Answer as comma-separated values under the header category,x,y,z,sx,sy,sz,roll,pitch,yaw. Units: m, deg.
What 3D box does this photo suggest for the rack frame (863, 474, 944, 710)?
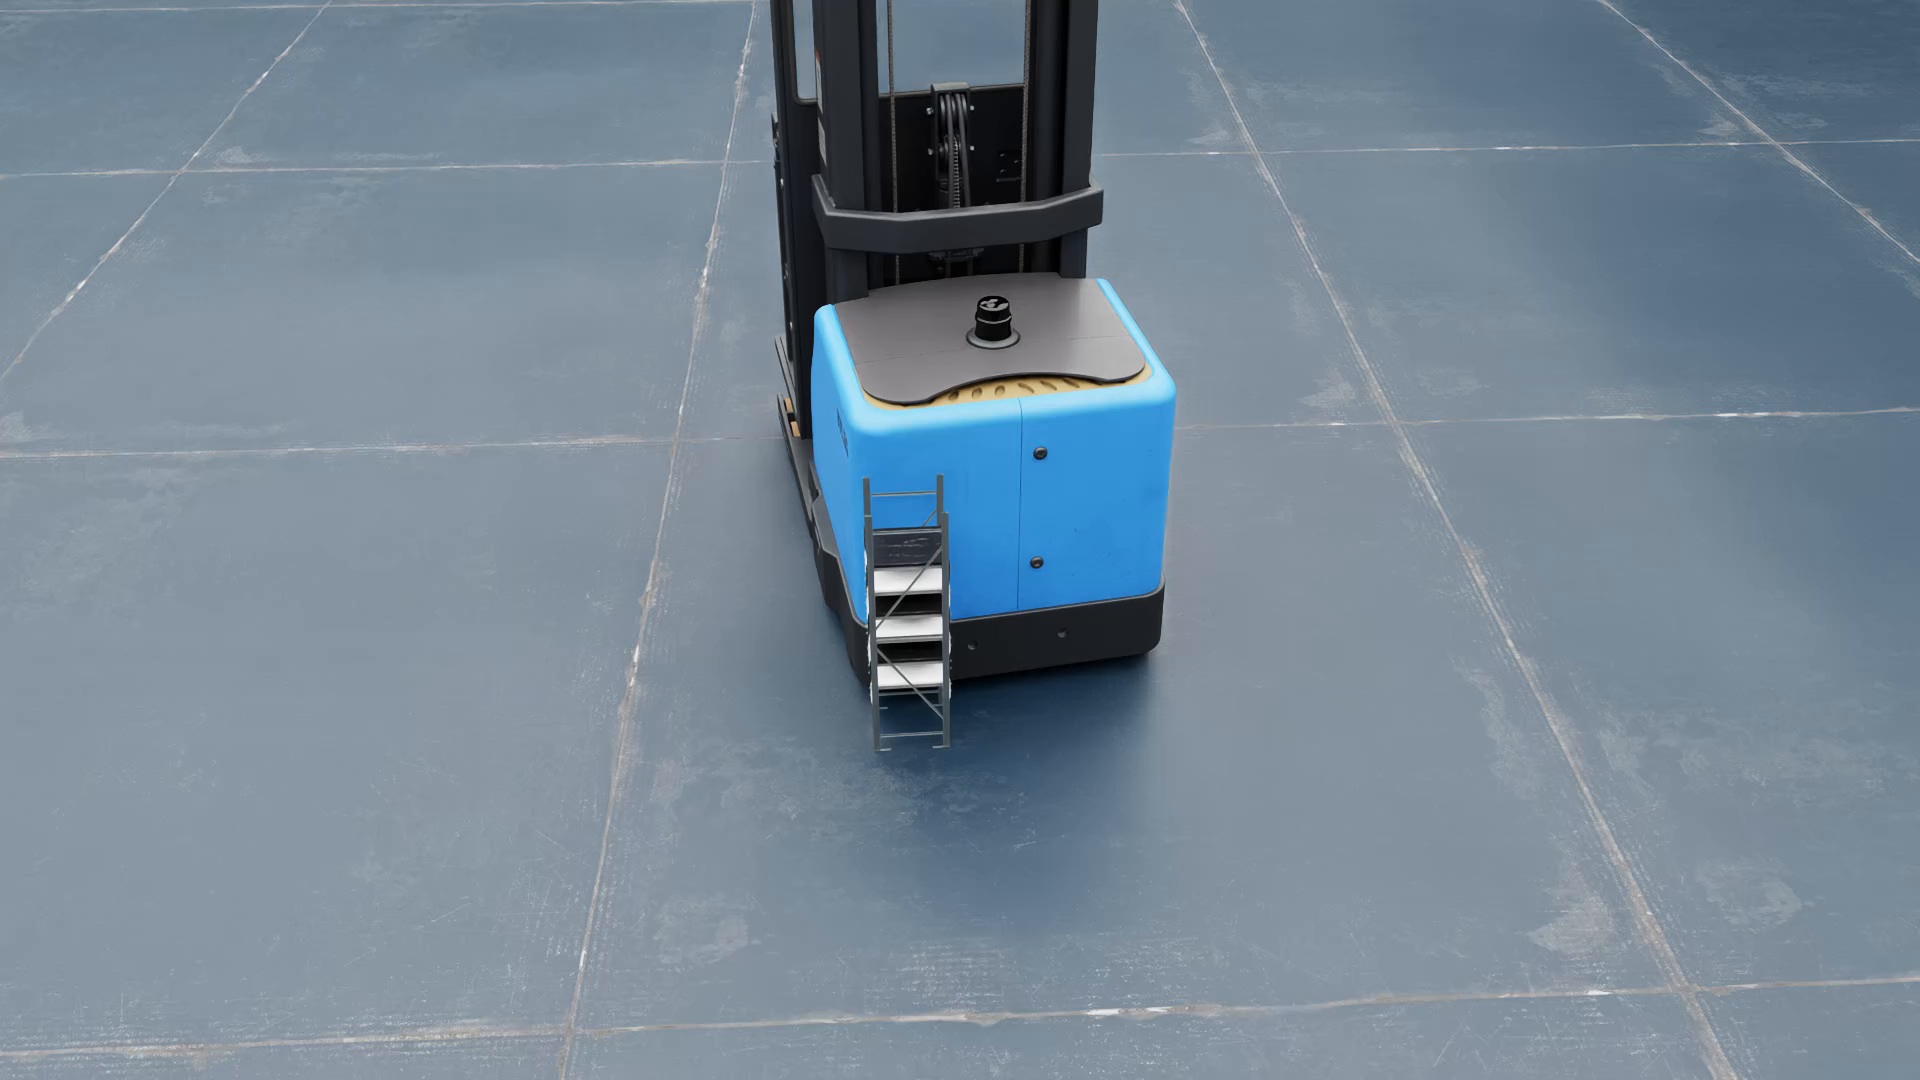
category,x,y,z,sx,sy,sz,roll,pitch,yaw
rack frame,-0.169,0.180,5.199,0.240,0.900,0.006,-3,35,-4

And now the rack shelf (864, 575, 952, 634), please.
category,x,y,z,sx,sy,sz,roll,pitch,yaw
rack shelf,-0.161,0.191,5.084,0.258,0.077,0.200,-3,35,-4

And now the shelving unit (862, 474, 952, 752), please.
category,x,y,z,sx,sy,sz,roll,pitch,yaw
shelving unit,-0.161,0.238,5.116,0.258,0.900,0.210,-3,35,-4

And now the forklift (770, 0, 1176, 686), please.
category,x,y,z,sx,sy,sz,roll,pitch,yaw
forklift,-0.133,-1.554,5.920,1.130,2.935,3.031,-7,35,-10

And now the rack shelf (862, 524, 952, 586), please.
category,x,y,z,sx,sy,sz,roll,pitch,yaw
rack shelf,-0.161,0.043,4.981,0.258,0.077,0.200,-3,35,-4

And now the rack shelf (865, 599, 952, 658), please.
category,x,y,z,sx,sy,sz,roll,pitch,yaw
rack shelf,-0.161,0.265,5.135,0.258,0.077,0.200,-3,35,-4

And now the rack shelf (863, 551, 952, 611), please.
category,x,y,z,sx,sy,sz,roll,pitch,yaw
rack shelf,-0.161,0.117,5.033,0.258,0.077,0.200,-3,35,-4

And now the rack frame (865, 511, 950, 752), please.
category,x,y,z,sx,sy,sz,roll,pitch,yaw
rack frame,-0.153,0.295,5.033,0.240,0.900,0.006,-3,35,-4

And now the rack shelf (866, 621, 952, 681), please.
category,x,y,z,sx,sy,sz,roll,pitch,yaw
rack shelf,-0.161,0.339,5.186,0.258,0.077,0.200,-3,35,-4

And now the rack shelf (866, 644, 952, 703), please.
category,x,y,z,sx,sy,sz,roll,pitch,yaw
rack shelf,-0.161,0.413,5.237,0.258,0.077,0.200,-3,35,-4
